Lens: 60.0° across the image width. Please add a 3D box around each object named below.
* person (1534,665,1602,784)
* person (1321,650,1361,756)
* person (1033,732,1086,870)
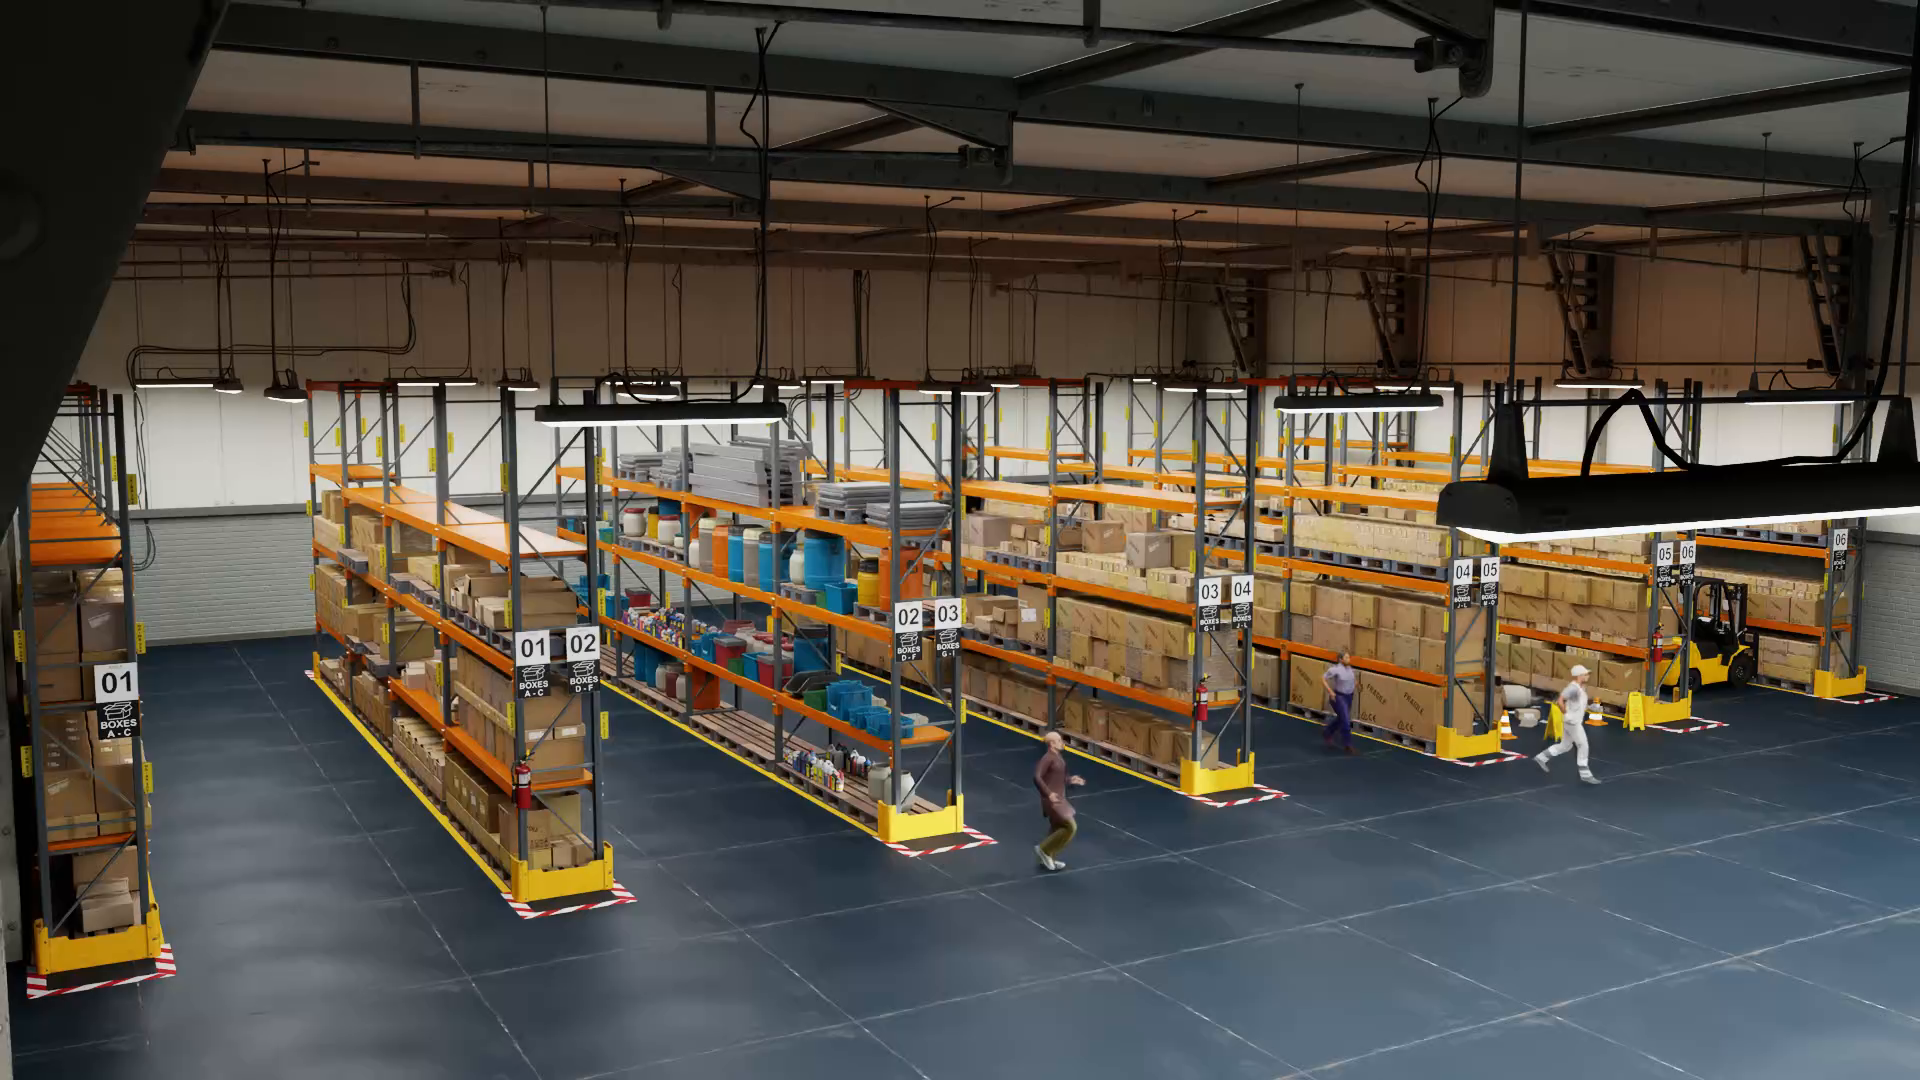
[{"bbox_3d":[9.228,2.765,25.194,0.992,1.780,0.625,3,7,24],"label":"person"},{"bbox_3d":[6.213,2.620,27.100,0.582,1.664,0.856,-6,8,-42],"label":"person"},{"bbox_3d":[1.243,3.356,20.765,0.627,1.548,0.718,1,6,8],"label":"person"}]
